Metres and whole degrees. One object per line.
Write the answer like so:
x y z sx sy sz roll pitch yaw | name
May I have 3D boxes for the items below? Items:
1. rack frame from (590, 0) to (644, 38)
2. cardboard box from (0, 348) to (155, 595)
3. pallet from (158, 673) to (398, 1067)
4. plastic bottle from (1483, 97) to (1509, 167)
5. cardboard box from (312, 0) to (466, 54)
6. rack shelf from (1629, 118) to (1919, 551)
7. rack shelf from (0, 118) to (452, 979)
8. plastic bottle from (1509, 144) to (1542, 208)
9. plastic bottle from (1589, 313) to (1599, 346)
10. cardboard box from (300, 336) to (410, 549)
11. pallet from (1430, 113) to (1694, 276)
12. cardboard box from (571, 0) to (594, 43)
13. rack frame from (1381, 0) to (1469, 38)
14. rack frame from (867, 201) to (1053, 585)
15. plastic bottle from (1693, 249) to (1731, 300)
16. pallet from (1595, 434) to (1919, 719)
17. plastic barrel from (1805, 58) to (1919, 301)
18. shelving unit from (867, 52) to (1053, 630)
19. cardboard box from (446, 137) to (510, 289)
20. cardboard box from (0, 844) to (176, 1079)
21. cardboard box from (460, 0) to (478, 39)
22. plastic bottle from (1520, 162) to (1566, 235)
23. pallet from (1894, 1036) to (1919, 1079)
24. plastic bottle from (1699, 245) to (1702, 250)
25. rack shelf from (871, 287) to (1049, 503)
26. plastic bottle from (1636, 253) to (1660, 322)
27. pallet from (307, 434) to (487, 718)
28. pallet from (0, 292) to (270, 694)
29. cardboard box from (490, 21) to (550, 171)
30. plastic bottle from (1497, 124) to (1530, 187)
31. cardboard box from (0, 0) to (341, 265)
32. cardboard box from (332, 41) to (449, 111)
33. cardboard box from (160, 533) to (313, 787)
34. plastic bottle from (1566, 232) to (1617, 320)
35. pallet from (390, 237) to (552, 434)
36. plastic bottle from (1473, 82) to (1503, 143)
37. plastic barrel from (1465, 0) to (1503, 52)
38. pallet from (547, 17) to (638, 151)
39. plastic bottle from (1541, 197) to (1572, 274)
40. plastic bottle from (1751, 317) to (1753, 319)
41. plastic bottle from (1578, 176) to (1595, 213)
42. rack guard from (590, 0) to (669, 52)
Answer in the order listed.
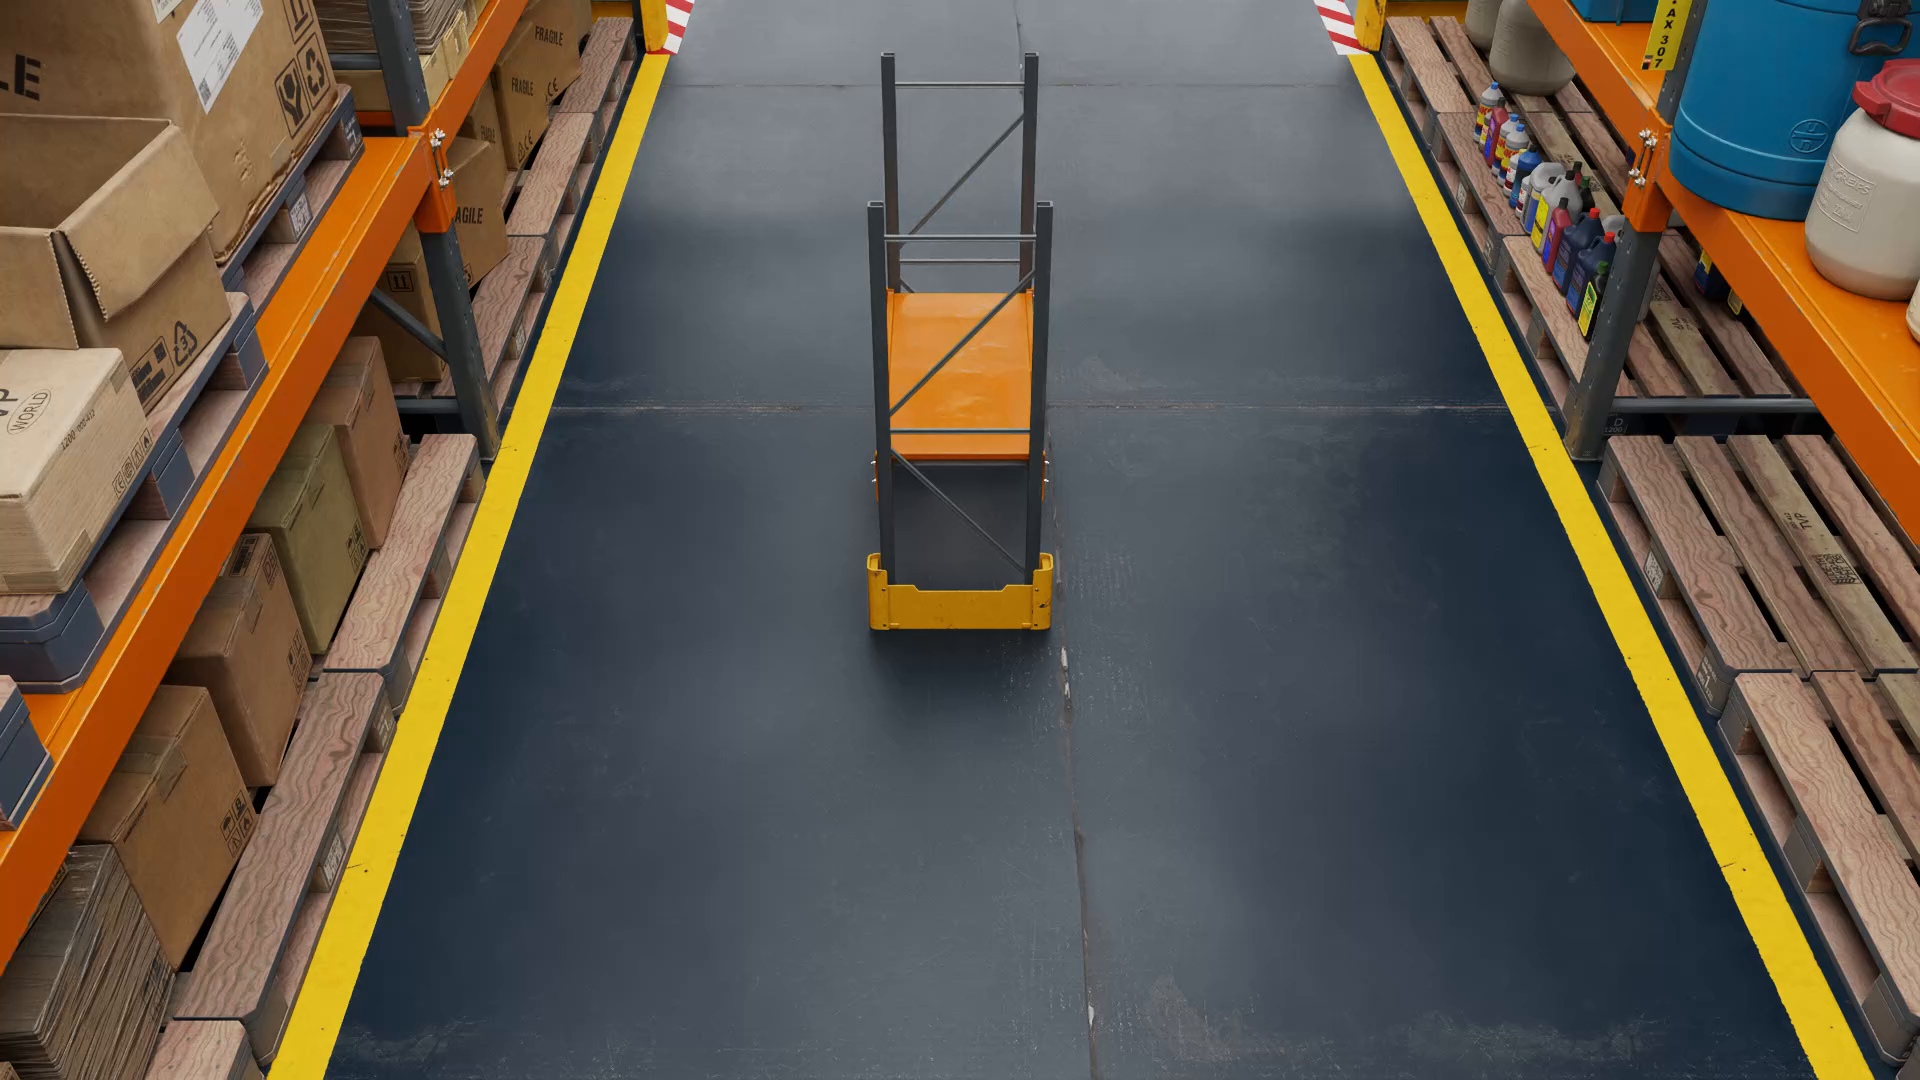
-2.213 -3.991 8.332 1.000 3.000 0.127 0 39 0 | rack frame
-1.976 -0.142 3.313 0.500 0.250 0.500 -1 39 -1 | cardboard box
-2.202 0.850 4.521 1.003 0.211 1.213 0 39 0 | pallet
2.413 -1.831 7.456 0.061 0.283 0.133 1 39 1 | plastic bottle
-2.147 -1.926 5.437 0.875 0.500 0.500 0 39 0 | cardboard box
2.747 0.038 3.879 1.077 0.370 4.000 0 39 0 | rack shelf
-2.206 0.042 3.875 1.077 0.370 4.000 0 39 0 | rack shelf
2.431 -1.564 7.133 0.097 0.271 0.097 0 39 0 | plastic bottle
2.433 -0.800 6.235 0.097 0.201 0.097 0 39 0 | plastic bottle
-2.229 -0.302 5.375 0.700 0.500 0.500 -3 39 -4 | cardboard box
2.781 -1.590 7.565 1.003 0.211 1.213 0 39 0 | pallet
-2.229 -2.789 8.495 0.500 0.500 0.500 7 39 8 | cardboard box
2.740 -3.995 8.336 1.000 3.000 0.127 0 39 0 | rack frame
0.000 -0.321 4.951 0.500 1.500 0.032 0 39 0 | rack frame
3.015 -1.136 6.536 0.144 0.351 0.185 0 39 0 | plastic bottle
2.784 0.086 5.474 1.003 0.211 1.213 0 39 0 | pallet
2.527 -0.948 4.426 0.433 0.535 0.433 0 39 0 | plastic barrel
0.000 -0.633 5.340 0.587 1.500 1.083 0 39 0 | shelving unit
-2.177 -1.287 6.620 0.500 0.500 0.500 12 40 14 | cardboard box
-2.238 1.049 3.689 0.700 0.500 0.500 -3 39 -4 | cardboard box
-1.923 -1.839 5.847 0.380 0.149 0.250 0 39 0 | cardboard box
2.459 -1.428 6.960 0.152 0.276 0.135 1 39 1 | plastic bottle
2.787 1.612 3.570 1.003 0.211 1.213 0 39 0 | pallet
3.121 -1.315 6.823 0.097 0.271 0.097 0 39 0 | plastic bottle
0.000 -0.498 5.460 0.538 0.185 1.000 0 39 0 | rack shelf
2.600 -1.034 6.408 0.144 0.351 0.185 0 39 0 | plastic bottle
-2.206 0.085 5.475 1.003 0.211 1.213 0 39 0 | pallet
-2.247 -0.151 3.694 1.003 0.211 1.213 0 39 0 | pallet
-2.212 -2.024 7.540 0.500 0.500 0.500 3 39 4 | cardboard box
2.431 -1.691 7.291 0.097 0.271 0.097 0 39 0 | plastic bottle
-2.347 -1.391 4.271 1.000 1.000 1.000 0 39 0 | cardboard box
-1.908 -1.526 5.457 0.380 0.149 0.250 0 39 0 | cardboard box
-2.246 0.346 4.567 0.700 0.500 0.500 -3 39 -4 | cardboard box
2.456 -1.034 6.408 0.144 0.351 0.185 -1 39 -1 | plastic bottle
-2.244 -0.822 6.607 1.003 0.211 1.213 0 39 0 | pallet
2.431 -1.968 7.637 0.097 0.271 0.097 0 39 0 | plastic bottle
2.817 -2.776 8.469 0.421 0.512 0.421 0 39 0 | plastic barrel
-2.247 -2.348 8.511 1.003 0.211 1.213 0 39 0 | pallet
2.414 -1.230 6.706 0.061 0.283 0.133 2 39 3 | plastic bottle
3.155 -1.004 6.430 0.152 0.276 0.135 1 39 2 | plastic bottle
2.558 -1.346 6.851 0.061 0.283 0.133 0 39 0 | plastic bottle
-2.213 -2.968 9.054 1.175 0.500 0.348 0 39 0 | rack guard
